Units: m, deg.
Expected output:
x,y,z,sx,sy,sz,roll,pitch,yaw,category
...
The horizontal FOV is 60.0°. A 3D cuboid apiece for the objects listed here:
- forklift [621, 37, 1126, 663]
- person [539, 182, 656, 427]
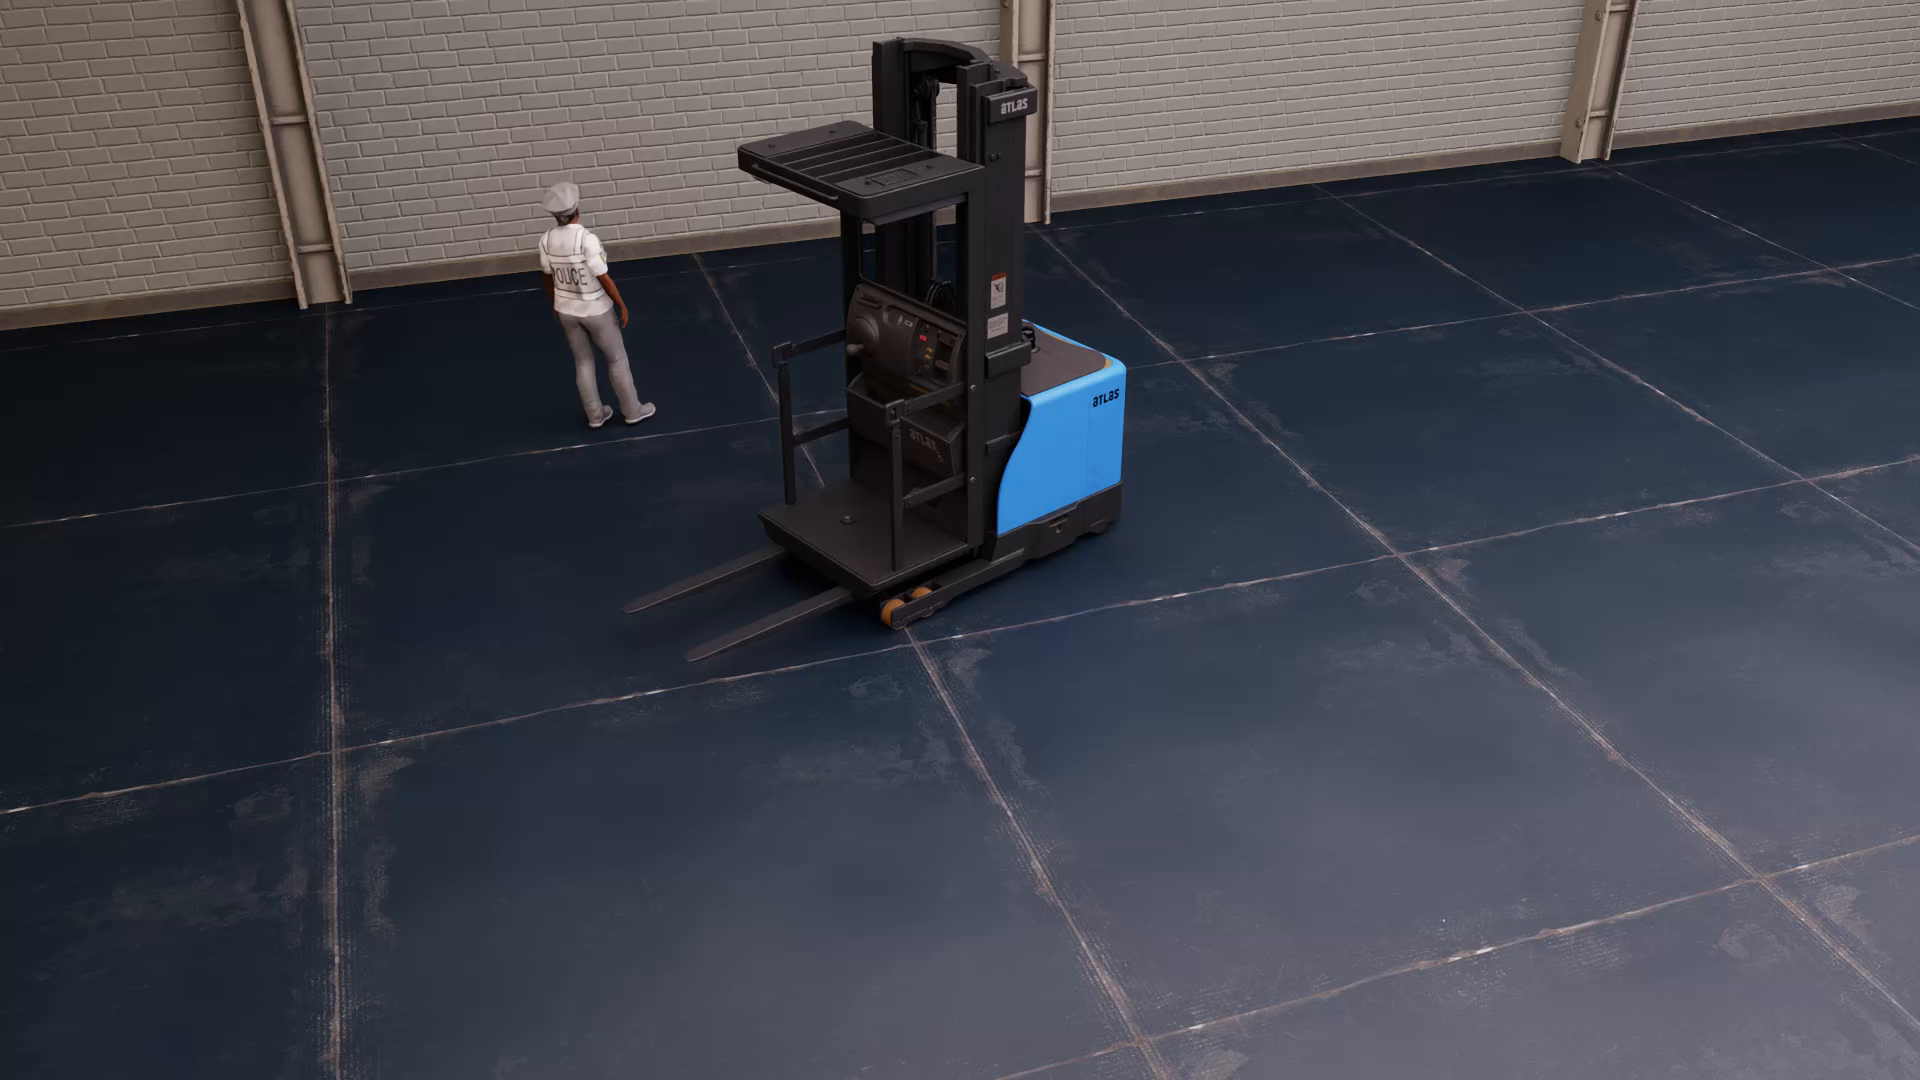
x,y,z,sx,sy,sz,roll,pitch,yaw,category
-0.461,-1.072,8.951,3.031,2.935,1.130,-23,37,-34,forklift
-2.439,-1.557,11.020,0.563,1.696,0.530,9,31,15,person
